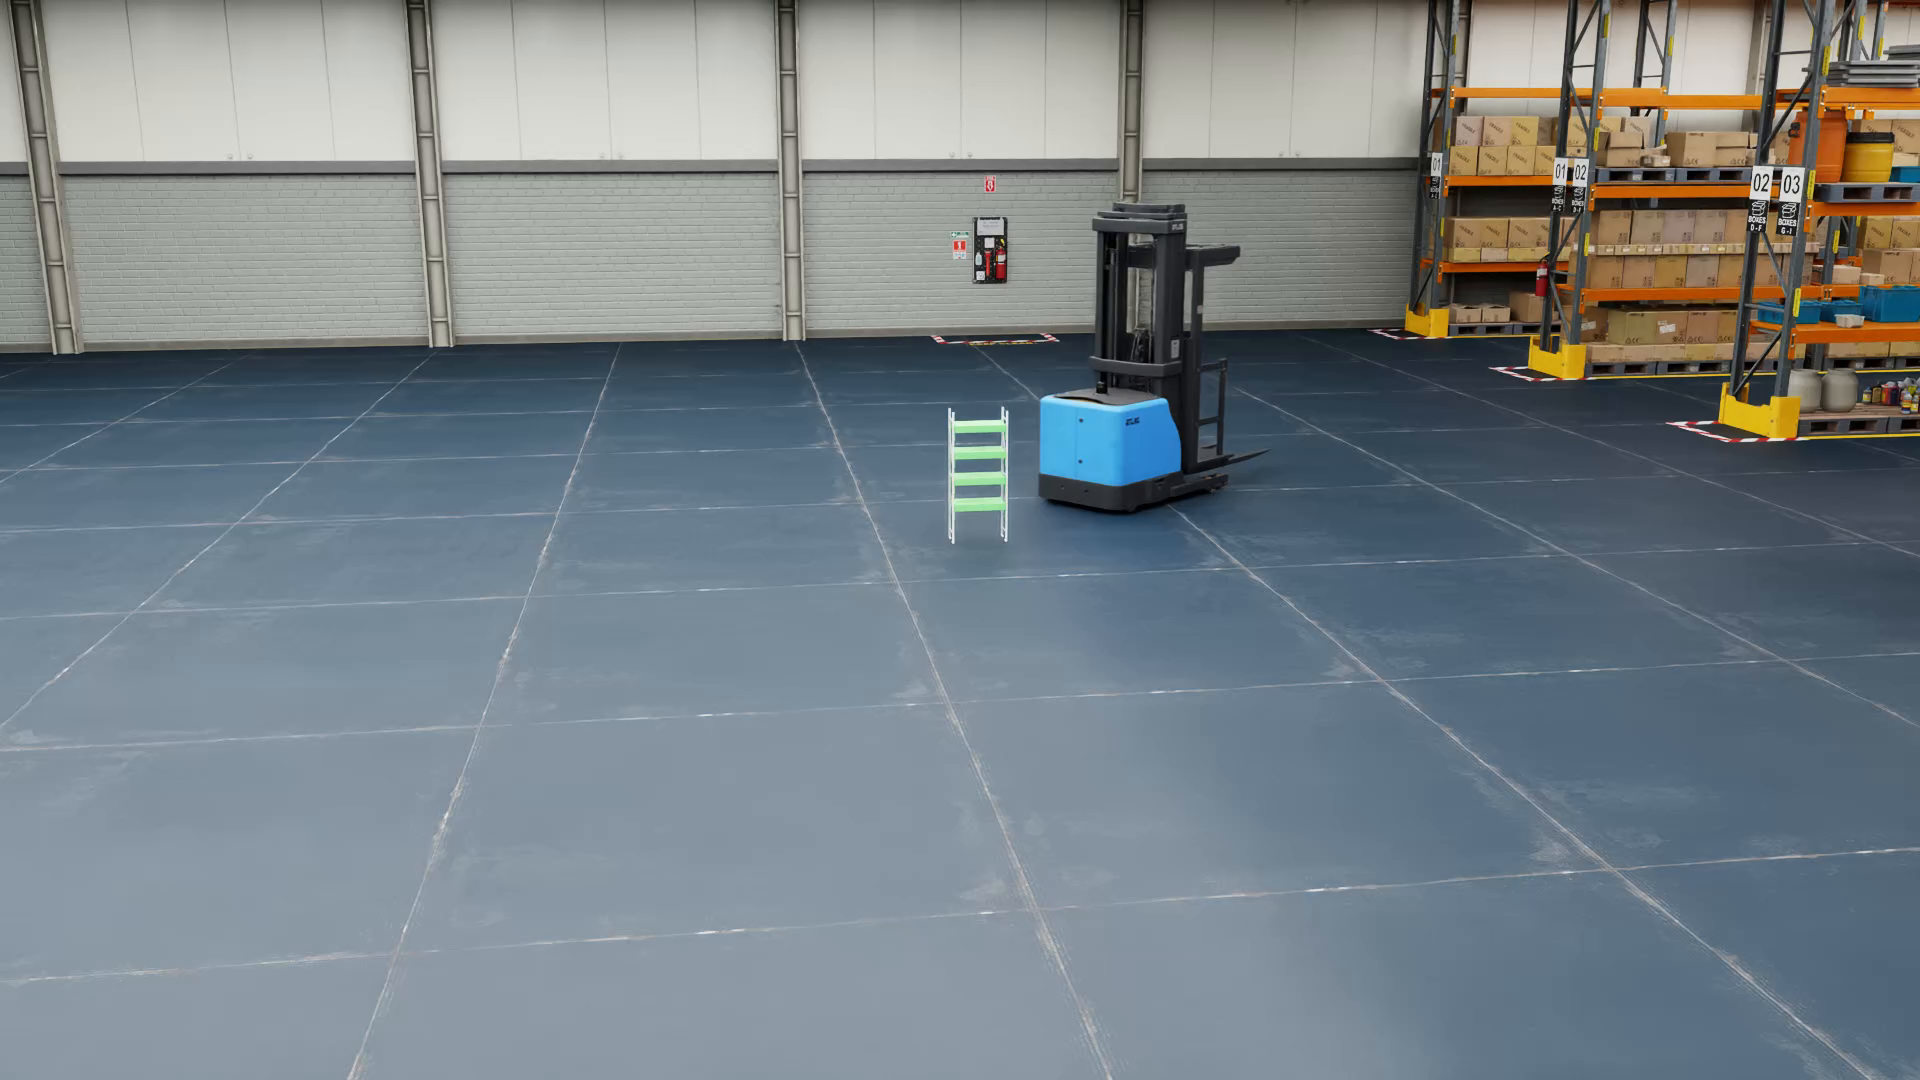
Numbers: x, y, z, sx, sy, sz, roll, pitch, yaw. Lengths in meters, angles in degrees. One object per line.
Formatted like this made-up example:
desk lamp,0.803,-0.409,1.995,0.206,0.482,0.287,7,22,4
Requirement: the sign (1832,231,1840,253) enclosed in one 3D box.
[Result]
sign,13.156,-4.478,24.970,0.005,0.325,0.100,-2,14,-8

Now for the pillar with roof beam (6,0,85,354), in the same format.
pillar with roof beam,-14.153,-6.438,22.393,0.400,9.000,9.100,-2,14,-8

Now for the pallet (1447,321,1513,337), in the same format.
pallet,9.258,-3.871,30.223,1.213,0.211,1.003,-2,14,-8

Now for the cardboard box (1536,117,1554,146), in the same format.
cardboard box,10.289,-7.328,29.806,0.500,0.500,0.500,-2,14,-8

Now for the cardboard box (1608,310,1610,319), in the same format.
cardboard box,11.805,-4.157,30.553,0.250,0.166,0.380,-4,15,-16

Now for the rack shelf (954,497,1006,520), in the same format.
rack shelf,0.164,-0.293,15.174,0.480,0.148,0.258,-2,14,-8

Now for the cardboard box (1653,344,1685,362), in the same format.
cardboard box,10.668,-2.881,25.334,0.500,0.250,0.500,-2,14,-8

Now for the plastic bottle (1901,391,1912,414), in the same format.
plastic bottle,11.690,-1.698,20.529,0.097,0.271,0.097,0,14,0

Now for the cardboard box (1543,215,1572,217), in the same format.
cardboard box,10.828,-5.644,30.287,0.500,0.500,0.500,-2,14,-7

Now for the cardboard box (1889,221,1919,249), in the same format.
cardboard box,17.323,-5.665,30.786,0.500,0.500,0.500,-2,14,-6

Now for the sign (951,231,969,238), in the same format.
sign,-0.001,-5.413,29.475,0.331,0.109,0.001,-2,14,-8

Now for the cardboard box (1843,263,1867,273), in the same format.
cardboard box,13.914,-4.164,25.936,0.258,0.266,0.396,-2,14,-10

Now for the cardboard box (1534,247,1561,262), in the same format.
cardboard box,10.421,-5.135,29.799,0.500,0.250,0.500,-2,14,-8

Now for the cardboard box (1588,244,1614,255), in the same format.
cardboard box,9.536,-4.334,24.798,0.250,0.149,0.380,-2,14,-9

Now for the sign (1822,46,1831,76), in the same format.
sign,9.928,-5.493,19.055,0.005,0.325,0.100,-2,14,-8

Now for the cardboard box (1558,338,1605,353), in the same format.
cardboard box,9.603,-2.969,25.683,0.500,0.250,0.500,-2,14,-8

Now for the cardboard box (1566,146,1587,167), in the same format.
cardboard box,10.823,-6.736,29.501,0.500,0.500,0.500,-3,14,-11

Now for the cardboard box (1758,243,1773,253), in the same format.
cardboard box,12.072,-4.427,25.168,0.250,0.149,0.380,-2,14,-8

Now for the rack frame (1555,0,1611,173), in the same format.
rack frame,9.116,-6.918,24.309,0.127,3.000,1.000,-2,14,-8

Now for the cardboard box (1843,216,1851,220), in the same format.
cardboard box,16.695,-6.135,31.118,0.500,0.250,0.500,-2,14,-7

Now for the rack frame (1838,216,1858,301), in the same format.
rack frame,16.285,-5.490,30.945,0.127,3.000,1.000,-2,14,-8

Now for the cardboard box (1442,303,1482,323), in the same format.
cardboard box,9.072,-4.112,30.077,0.500,0.311,0.500,-4,15,-15

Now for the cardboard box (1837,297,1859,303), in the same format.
cardboard box,17.032,-4.646,31.136,0.750,0.750,0.750,-2,14,-9

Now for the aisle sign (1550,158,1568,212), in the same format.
aisle sign,9.008,-5.338,24.995,0.004,0.787,0.394,-2,14,-8

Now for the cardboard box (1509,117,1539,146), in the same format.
cardboard box,9.800,-7.181,29.220,0.500,0.500,0.500,-2,14,-7

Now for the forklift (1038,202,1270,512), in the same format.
forklift,2.147,-1.984,17.108,1.130,2.935,3.031,13,19,41

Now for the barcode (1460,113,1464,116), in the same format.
barcode,9.002,-7.625,29.800,0.075,0.075,0.001,-2,14,-8

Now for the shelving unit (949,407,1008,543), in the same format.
shelving unit,0.164,-0.588,15.100,0.503,1.200,0.258,-2,14,-8

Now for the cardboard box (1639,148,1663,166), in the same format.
cardboard box,10.216,-5.767,25.043,0.500,0.250,0.500,-2,14,-8

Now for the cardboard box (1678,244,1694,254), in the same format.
cardboard box,10.810,-4.381,24.986,0.250,0.149,0.380,-2,14,-9

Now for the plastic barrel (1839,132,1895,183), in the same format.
plastic barrel,10.959,-4.639,20.135,0.600,0.588,0.600,0,14,0

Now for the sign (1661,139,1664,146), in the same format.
sign,12.418,-6.920,29.420,0.005,0.325,0.100,-2,14,-8

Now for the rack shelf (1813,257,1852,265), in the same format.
rack shelf,14.308,-5.068,30.744,4.000,0.370,1.077,-2,14,-8

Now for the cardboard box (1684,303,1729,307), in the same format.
cardboard box,11.578,-3.409,25.898,0.500,0.500,0.500,-2,14,-8

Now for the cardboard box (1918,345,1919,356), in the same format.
cardboard box,15.028,-3.034,25.943,0.500,0.250,0.500,-2,14,-7

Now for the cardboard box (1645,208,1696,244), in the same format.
cardboard box,10.650,-4.741,25.086,0.500,0.500,0.700,-2,14,-8

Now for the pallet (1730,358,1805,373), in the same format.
pallet,12.279,-2.782,25.881,1.213,0.211,1.003,-2,14,-8

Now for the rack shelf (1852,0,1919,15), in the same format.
rack shelf,18.263,-9.735,30.188,4.000,0.370,1.077,-2,14,-8

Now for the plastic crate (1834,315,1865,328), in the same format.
plastic crate,10.783,-2.644,20.140,0.250,0.136,0.298,-2,14,-8

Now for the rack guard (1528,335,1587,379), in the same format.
rack guard,9.093,-2.795,25.339,0.348,0.500,1.175,-2,14,-8

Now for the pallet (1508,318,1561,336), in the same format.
pallet,10.462,-3.914,30.396,1.213,0.211,1.003,-2,14,-8

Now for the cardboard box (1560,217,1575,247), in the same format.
cardboard box,10.916,-5.519,29.787,0.500,0.500,0.500,-3,14,-10

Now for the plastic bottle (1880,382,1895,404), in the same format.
plastic bottle,11.855,-1.884,21.261,0.135,0.276,0.152,-2,14,-8

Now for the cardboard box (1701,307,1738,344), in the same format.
cardboard box,11.656,-3.283,25.395,0.500,0.500,0.500,-2,14,-8

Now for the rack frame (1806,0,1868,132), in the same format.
rack frame,13.072,-7.063,24.887,0.127,3.000,1.000,-2,14,-8

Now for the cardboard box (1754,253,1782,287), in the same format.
cardboard box,12.113,-4.164,25.452,0.500,0.500,0.700,-2,14,-9

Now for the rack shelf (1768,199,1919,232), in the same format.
rack shelf,11.828,-3.995,20.299,4.000,0.370,1.077,-2,14,-8

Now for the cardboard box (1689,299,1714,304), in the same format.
cardboard box,13.559,-4.407,30.863,0.500,0.500,0.700,-2,14,-9

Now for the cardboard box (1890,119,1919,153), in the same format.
cardboard box,14.247,-6.142,25.284,0.500,0.500,0.500,-1,14,-3

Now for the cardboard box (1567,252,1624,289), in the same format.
cardboard box,9.580,-4.071,25.082,0.500,0.500,0.700,-2,14,-8
